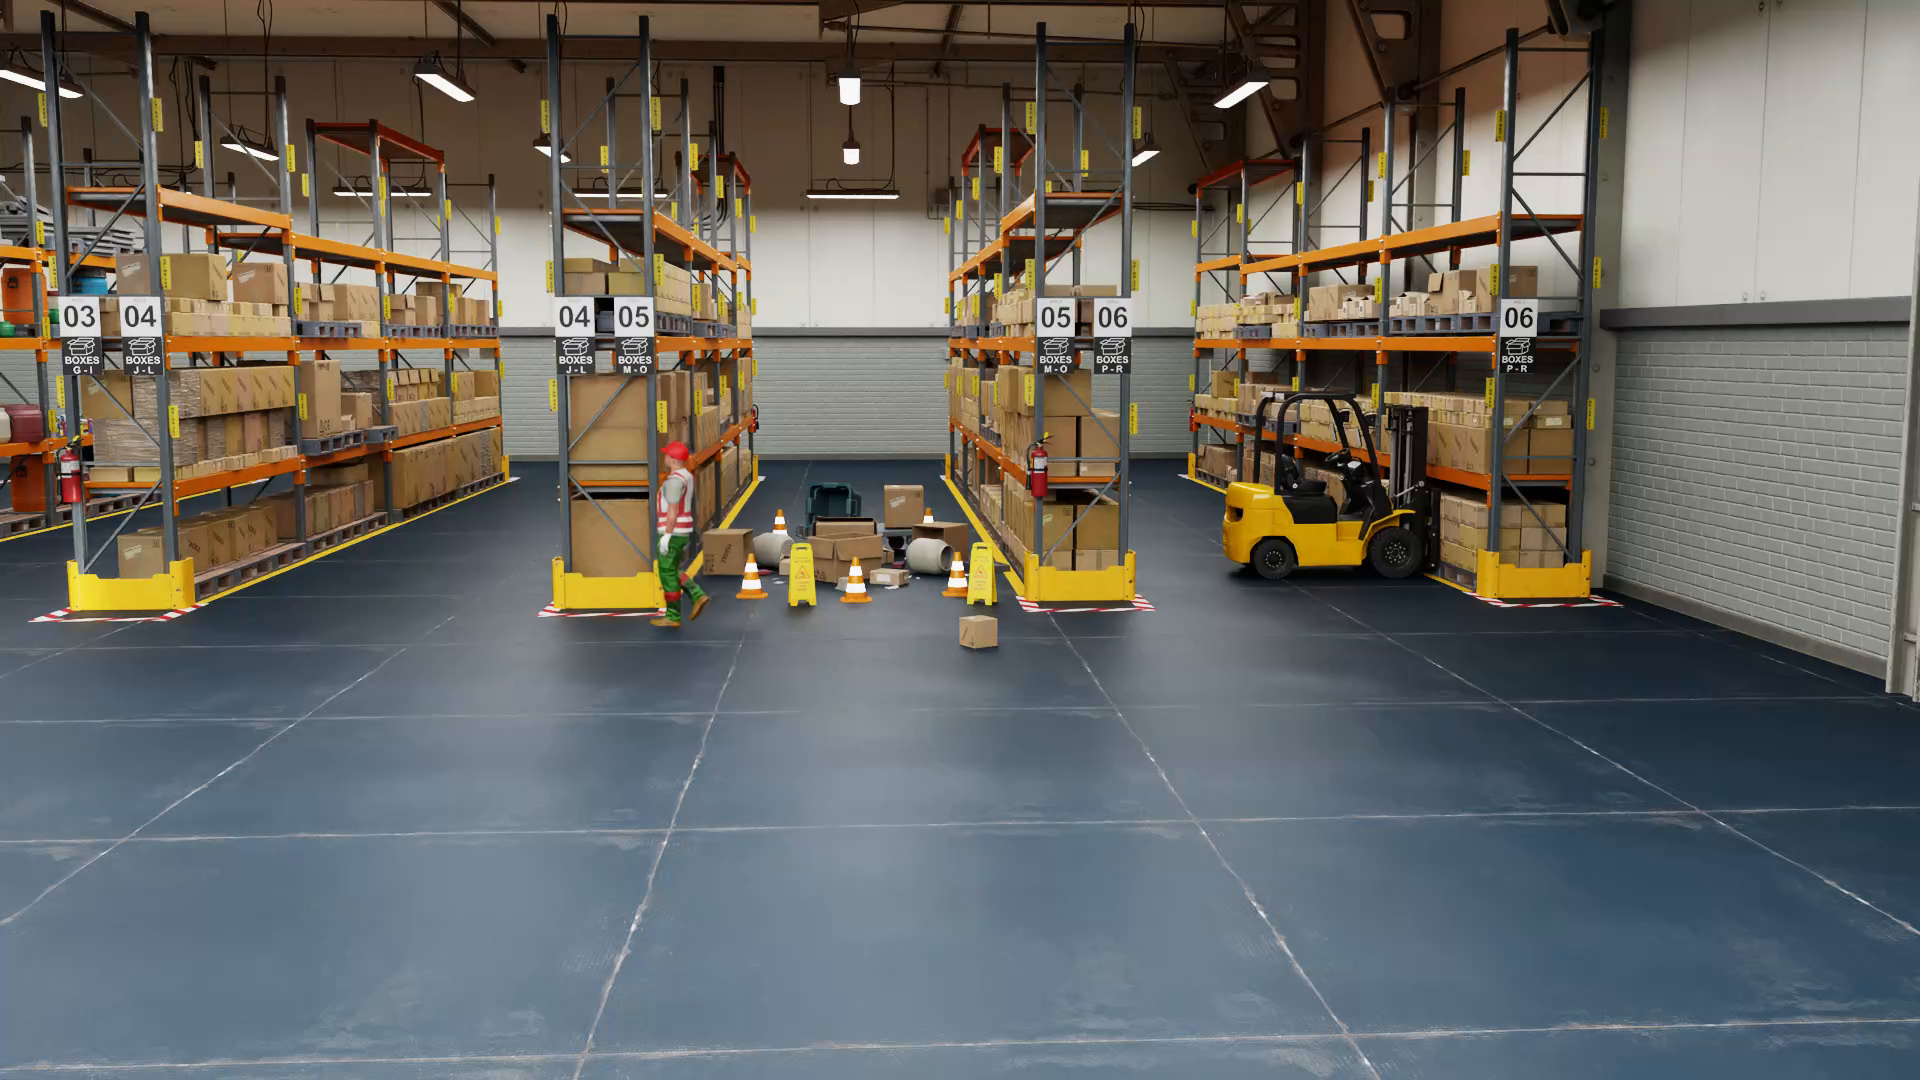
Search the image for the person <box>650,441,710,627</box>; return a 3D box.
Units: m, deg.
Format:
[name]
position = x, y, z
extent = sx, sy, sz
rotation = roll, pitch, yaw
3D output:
[person]
position = -2.698, -0.055, 15.905
extent = 0.550, 1.782, 0.542
rotation = 1, 7, 6
